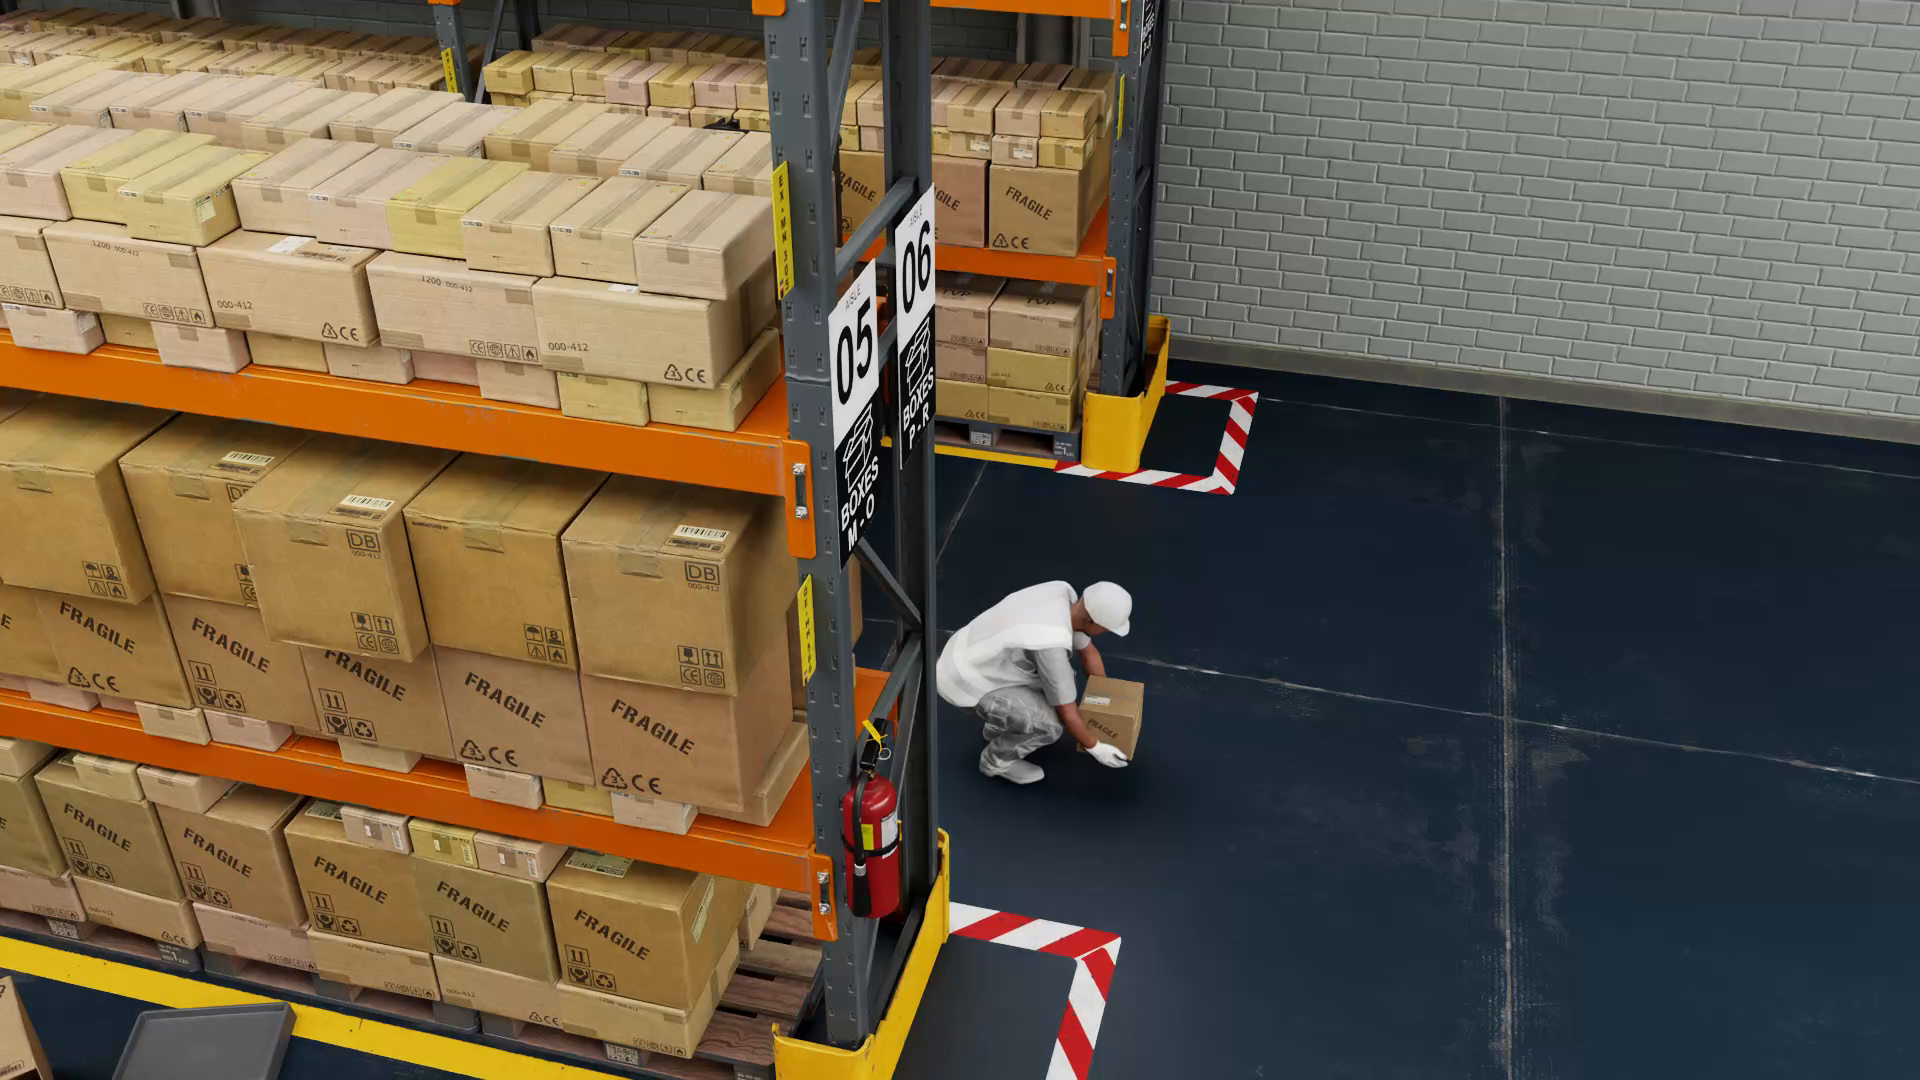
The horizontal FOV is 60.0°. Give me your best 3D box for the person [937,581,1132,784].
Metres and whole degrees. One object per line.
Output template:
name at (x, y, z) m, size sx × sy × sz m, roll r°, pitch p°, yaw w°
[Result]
person at (0.346, 0.590, 7.458) m, size 0.908 × 0.994 × 0.570 m, roll 8°, pitch 33°, yaw 12°
